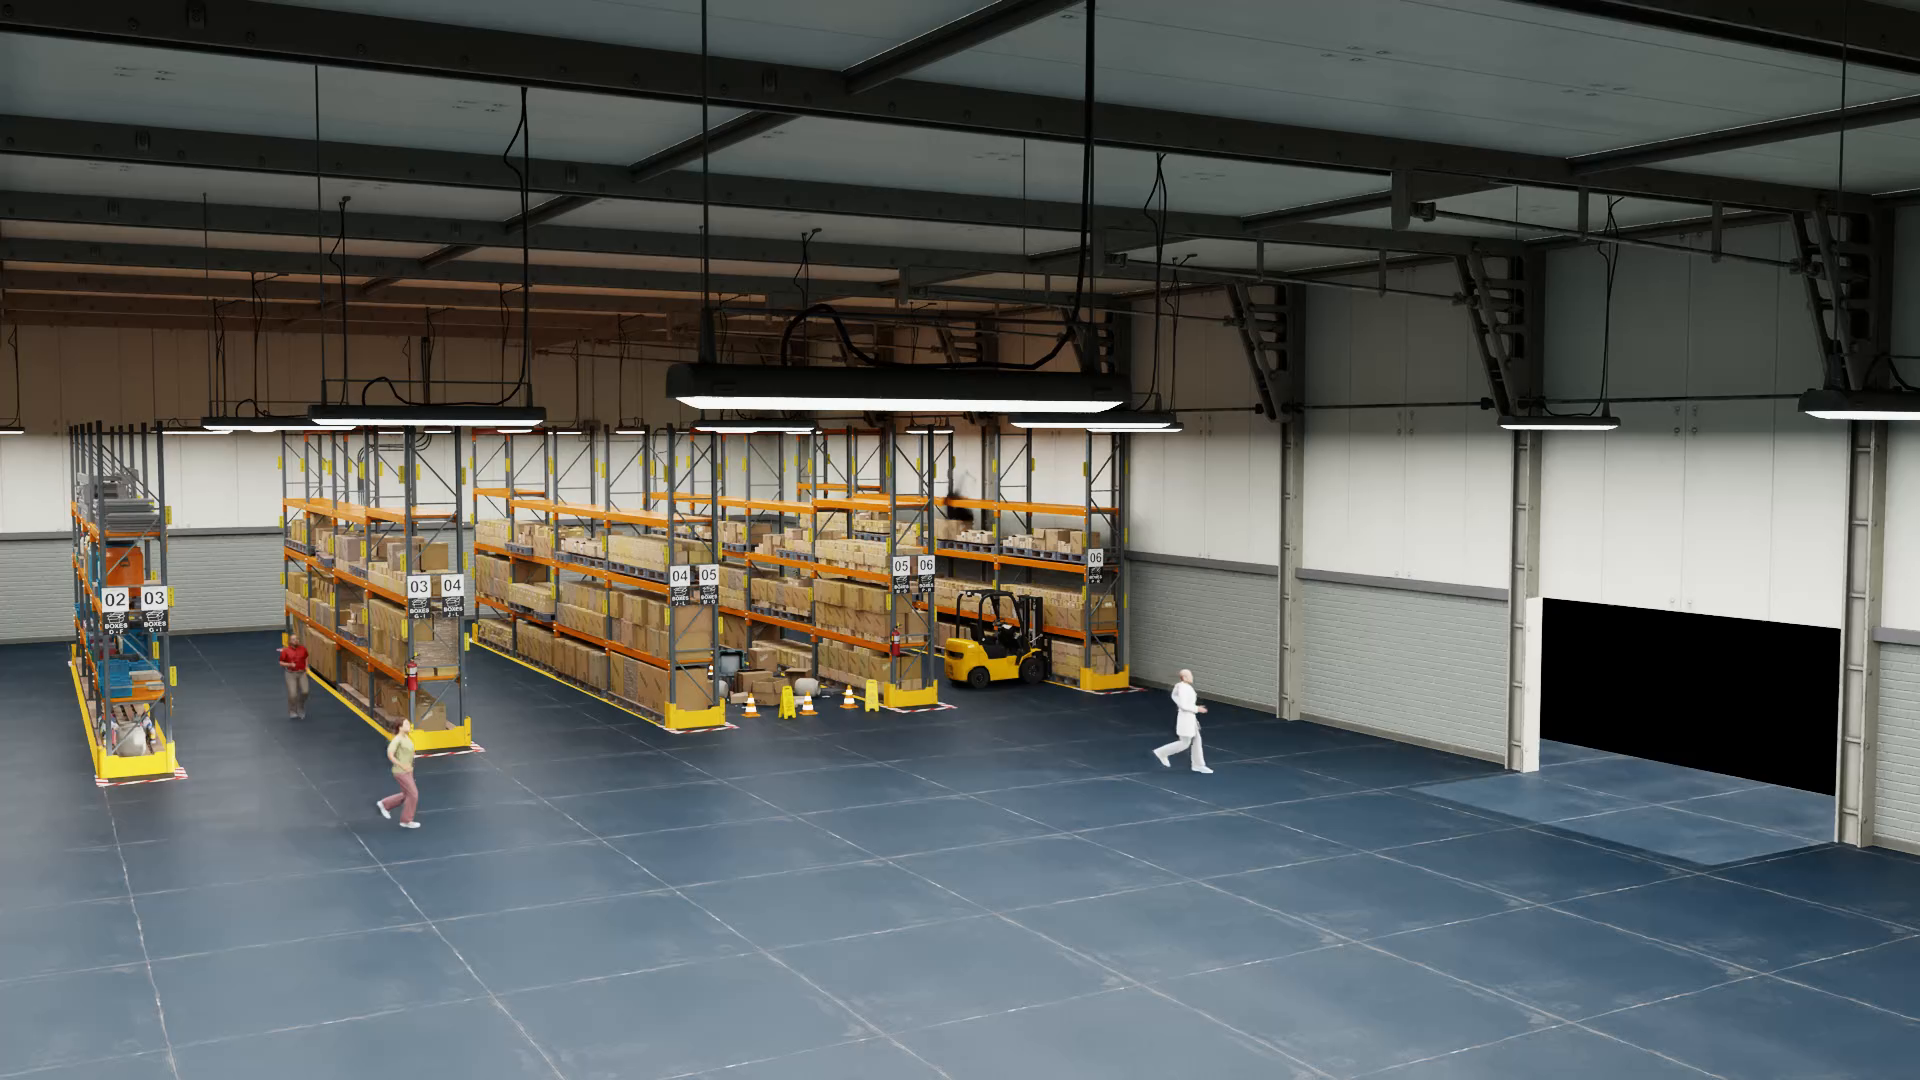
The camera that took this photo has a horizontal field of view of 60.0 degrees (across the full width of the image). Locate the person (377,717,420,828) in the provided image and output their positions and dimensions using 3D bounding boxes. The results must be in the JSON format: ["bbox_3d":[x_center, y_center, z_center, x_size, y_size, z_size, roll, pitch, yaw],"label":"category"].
[{"bbox_3d":[-8.255,3.403,24.409,0.642,1.633,0.605,0,4,-2],"label":"person"}]

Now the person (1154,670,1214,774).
[{"bbox_3d":[3.819,3.092,28.320,1.005,1.784,0.710,1,4,11],"label":"person"}]

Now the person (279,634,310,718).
[{"bbox_3d":[-13.471,2.790,33.794,0.645,1.733,0.651,-3,4,-38],"label":"person"}]
